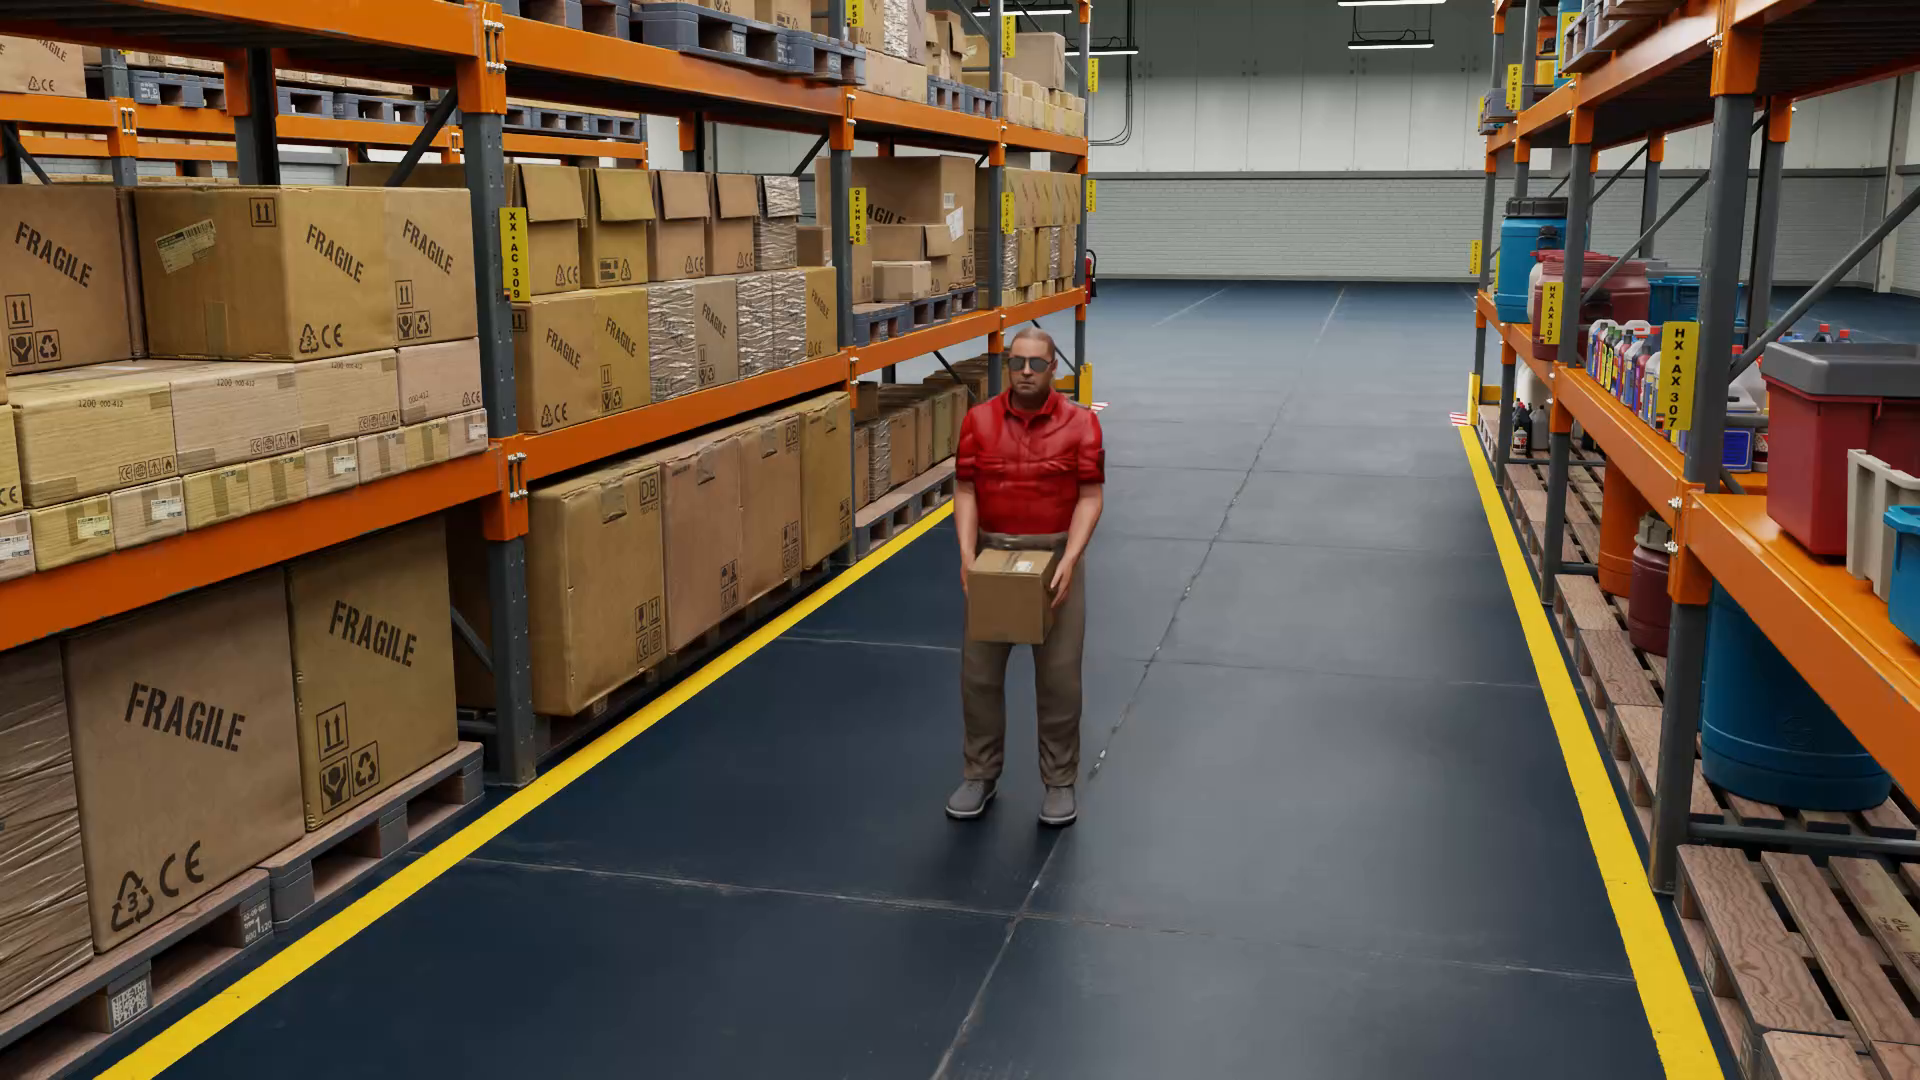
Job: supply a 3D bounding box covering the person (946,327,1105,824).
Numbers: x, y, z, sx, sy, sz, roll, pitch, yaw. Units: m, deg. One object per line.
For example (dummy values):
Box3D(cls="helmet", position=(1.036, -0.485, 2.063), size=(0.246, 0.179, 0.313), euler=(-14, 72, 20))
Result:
Box3D(cls="person", position=(0.226, 0.127, 5.833), size=(0.533, 1.733, 0.458), euler=(3, 12, 13))
